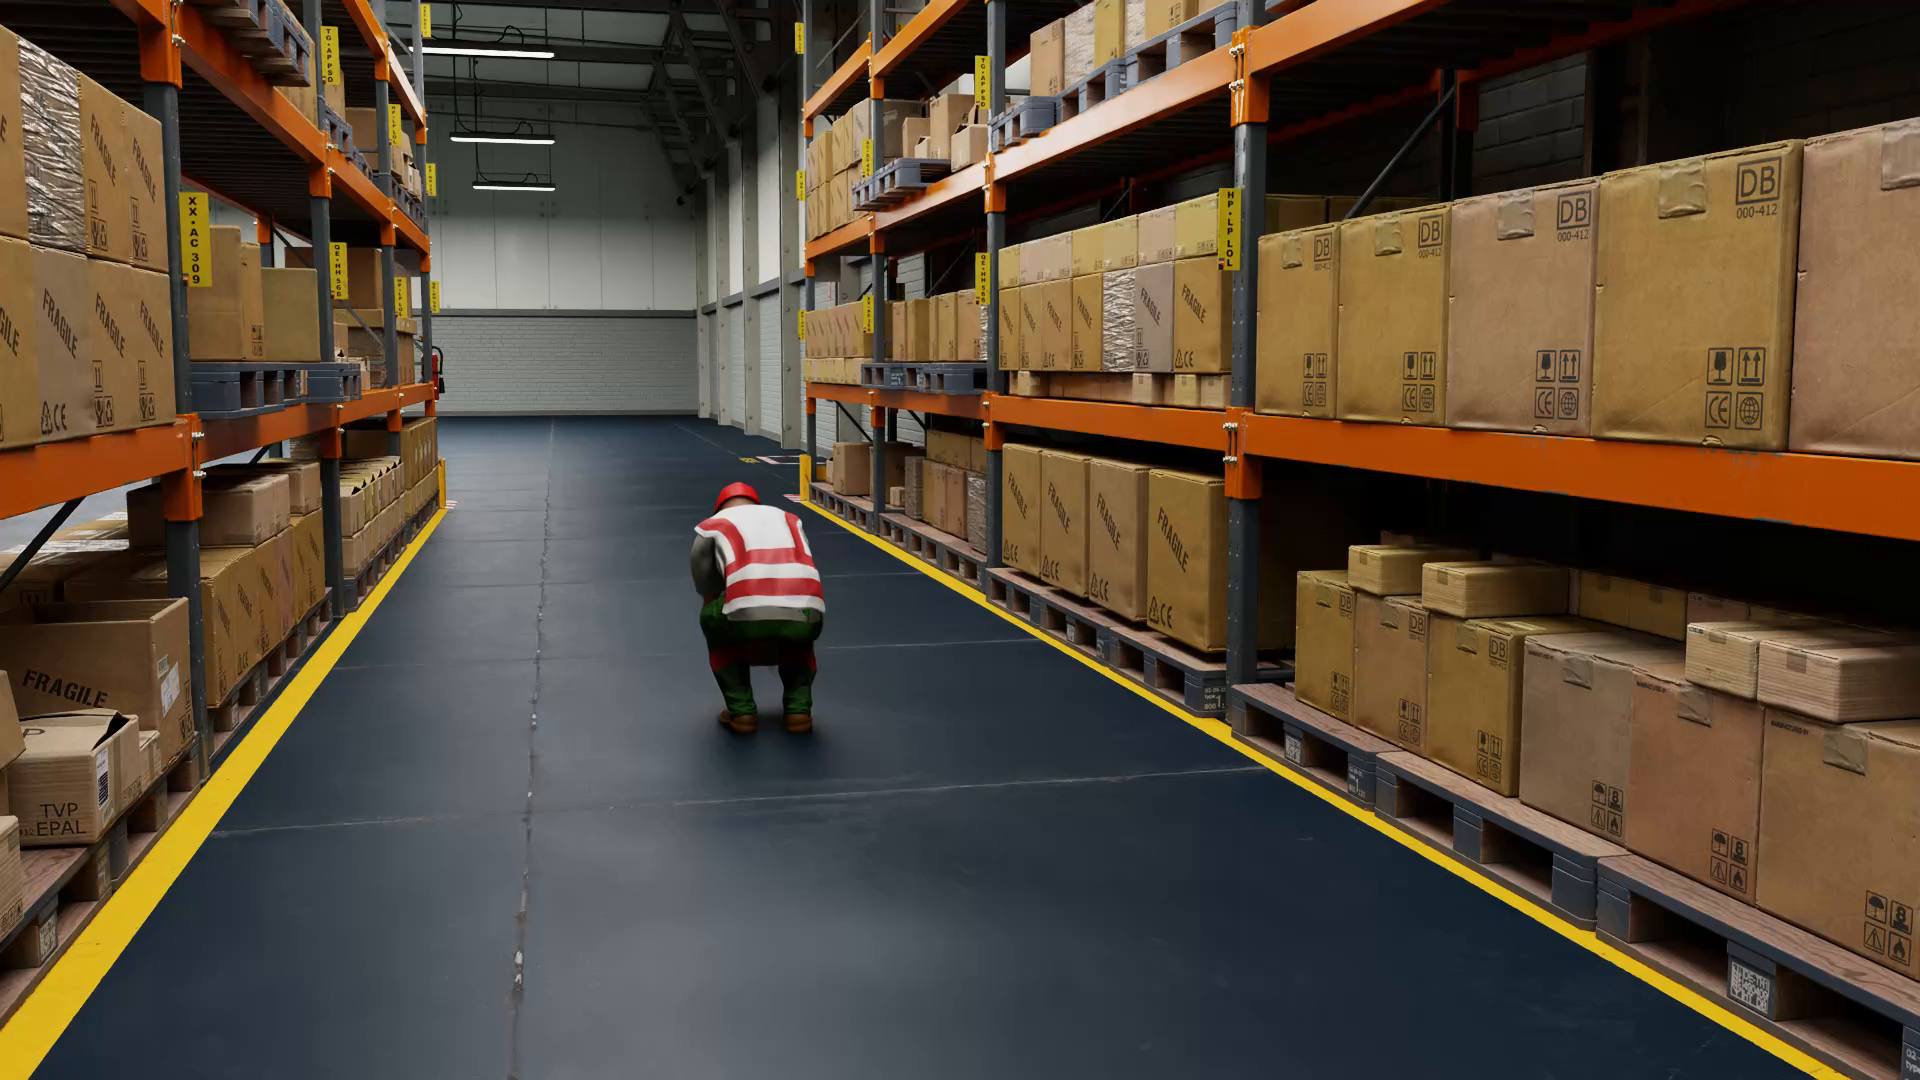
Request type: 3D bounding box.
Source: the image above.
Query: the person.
[{"bbox_3d":[-0.844,0.278,6.965,0.534,0.995,0.894,-2,6,-15],"label":"person"}]
